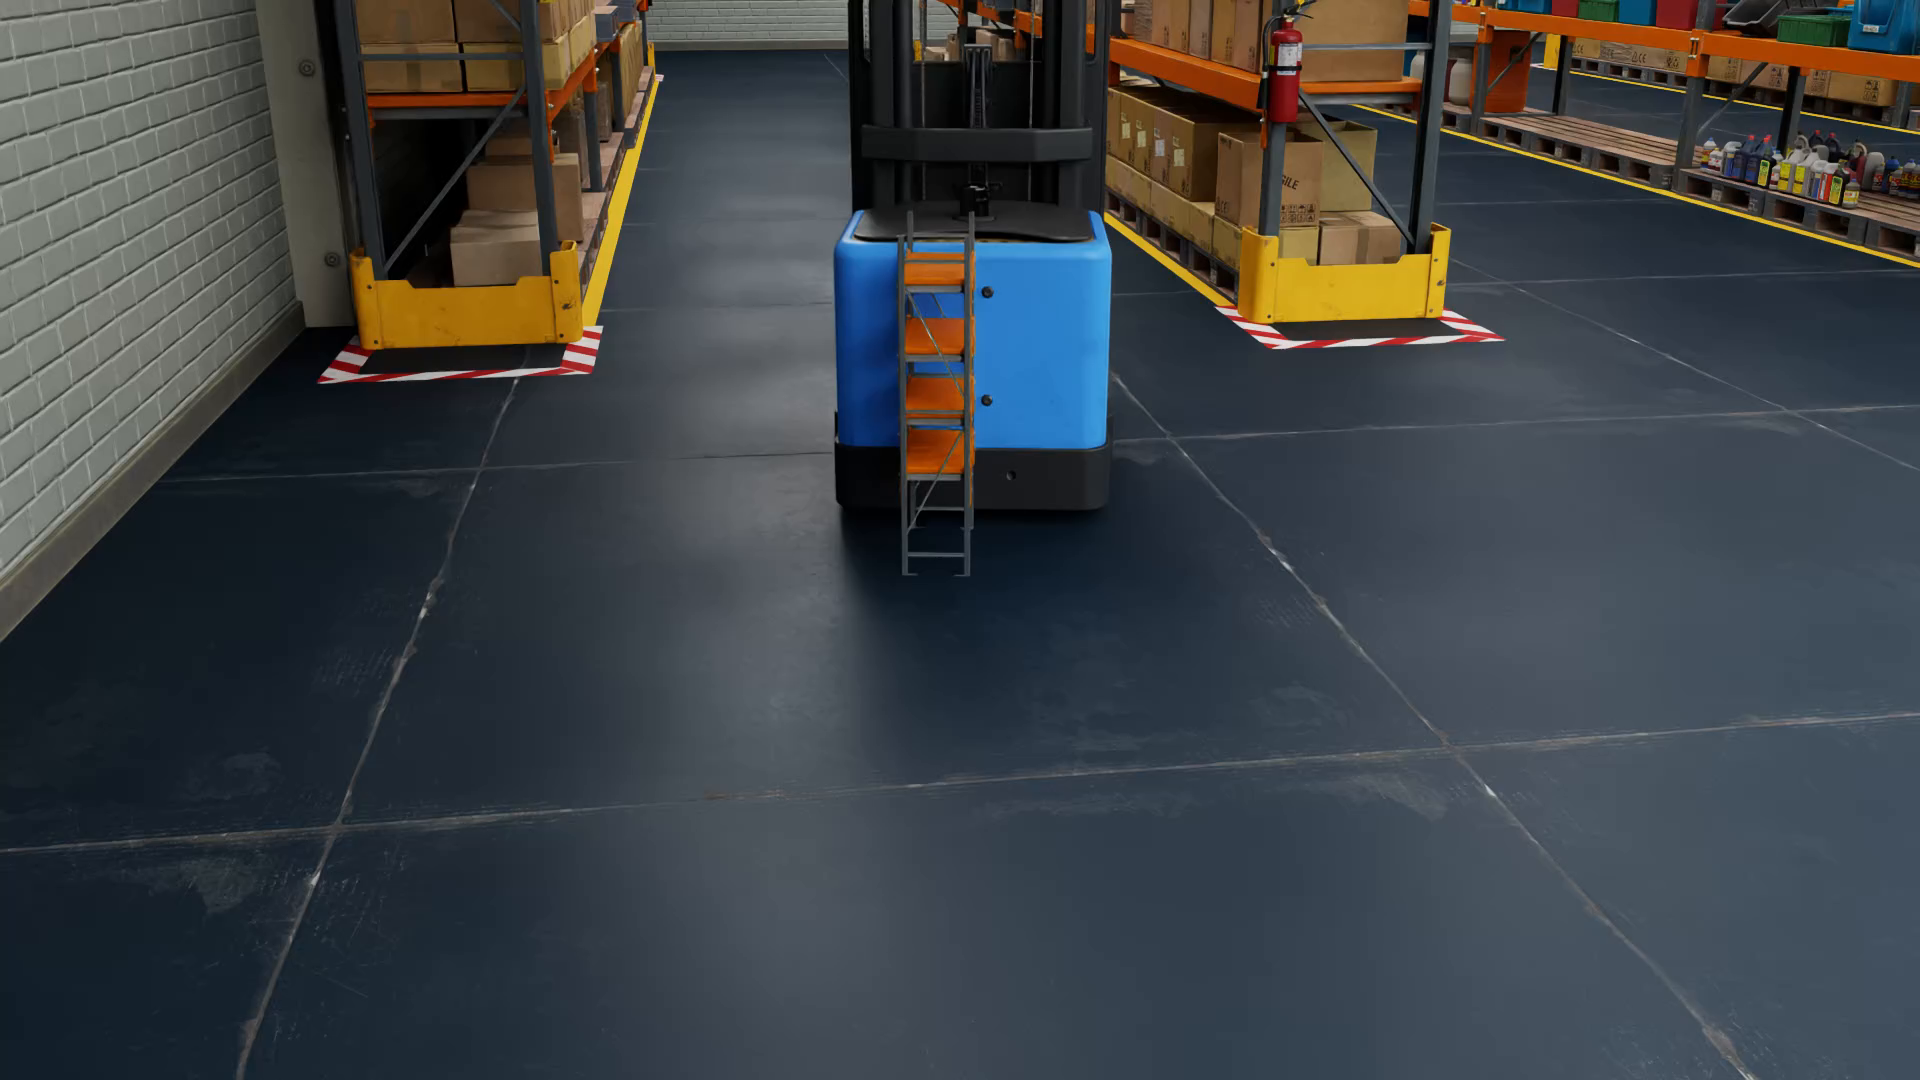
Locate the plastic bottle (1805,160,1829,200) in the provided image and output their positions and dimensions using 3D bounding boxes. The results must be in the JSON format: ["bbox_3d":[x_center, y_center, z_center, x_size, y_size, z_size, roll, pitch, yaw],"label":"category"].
[{"bbox_3d":[6.401,-2.671,12.345,0.152,0.276,0.135,-3,21,-9],"label":"plastic bottle"}]

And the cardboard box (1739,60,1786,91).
[{"bbox_3d":[10.542,-6.067,20.608,1.225,0.875,0.875,-4,21,-10],"label":"cardboard box"}]

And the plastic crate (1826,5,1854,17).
[{"bbox_3d":[6.980,-3.936,12.681,0.499,0.251,0.616,-3,21,-8],"label":"plastic crate"}]

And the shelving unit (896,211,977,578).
[{"bbox_3d":[-0.077,-0.519,5.891,0.258,1.200,0.503,1,20,2],"label":"shelving unit"}]

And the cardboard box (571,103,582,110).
[{"bbox_3d":[-3.498,-3.341,13.819,0.700,0.500,0.500,-3,21,-9],"label":"cardboard box"}]

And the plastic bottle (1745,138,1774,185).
[{"bbox_3d":[6.285,-2.975,13.051,0.144,0.351,0.185,-4,21,-10],"label":"plastic bottle"}]

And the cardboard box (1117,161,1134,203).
[{"bbox_3d":[1.484,-2.686,12.451,0.500,0.250,0.500,-3,21,-8],"label":"cardboard box"}]

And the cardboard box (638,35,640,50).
[{"bbox_3d":[-4.636,-6.472,22.229,0.700,0.500,0.500,-4,21,-10],"label":"cardboard box"}]

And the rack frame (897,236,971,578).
[{"bbox_3d":[-0.085,-0.434,5.662,0.240,1.200,0.015,1,20,2],"label":"rack frame"}]

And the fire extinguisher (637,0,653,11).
[{"bbox_3d":[-4.547,-7.895,23.711,0.296,0.674,0.183,-3,21,-8],"label":"fire extinguisher"}]

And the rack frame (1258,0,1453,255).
[{"bbox_3d":[2.226,-2.742,9.271,1.000,3.000,0.127,-3,21,-8],"label":"rack frame"}]

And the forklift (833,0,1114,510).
[{"bbox_3d":[0.086,-1.952,7.252,1.130,2.935,3.031,1,20,2],"label":"forklift"}]

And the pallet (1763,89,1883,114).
[{"bbox_3d":[10.665,-5.402,20.378,1.003,0.211,1.213,-3,21,-8],"label":"pallet"}]

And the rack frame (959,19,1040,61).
[{"bbox_3d":[0.497,-6.897,20.395,1.000,3.000,0.127,-3,21,-8],"label":"rack frame"}]

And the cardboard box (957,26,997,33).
[{"bbox_3d":[0.242,-7.141,23.992,0.500,0.500,0.500,-3,21,-8],"label":"cardboard box"}]

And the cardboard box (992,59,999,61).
[{"bbox_3d":[0.632,-5.038,18.362,0.500,0.500,0.500,-4,21,-10],"label":"cardboard box"}]

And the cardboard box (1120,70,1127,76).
[{"bbox_3d":[1.392,-4.514,16.544,0.500,0.311,0.500,-2,21,-6],"label":"cardboard box"}]

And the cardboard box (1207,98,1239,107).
[{"bbox_3d":[2.069,-2.891,11.927,0.500,0.500,0.500,-3,21,-8],"label":"cardboard box"}]

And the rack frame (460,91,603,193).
[{"bbox_3d":[-3.252,-3.876,12.306,1.000,3.000,0.127,-3,21,-8],"label":"rack frame"}]

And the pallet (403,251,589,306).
[{"bbox_3d":[-2.768,-1.494,9.914,1.003,0.211,1.213,-3,21,-8],"label":"pallet"}]

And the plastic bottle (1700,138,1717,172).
[{"bbox_3d":[6.164,-3.171,13.690,0.097,0.271,0.097,0,20,0],"label":"plastic bottle"}]

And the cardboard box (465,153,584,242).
[{"bbox_3d":[-2.824,-2.224,10.827,0.700,0.500,0.500,-4,21,-11],"label":"cardboard box"}]

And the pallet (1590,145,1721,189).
[{"bbox_3d":[6.400,-3.339,14.855,1.003,0.211,1.213,-3,21,-8],"label":"pallet"}]

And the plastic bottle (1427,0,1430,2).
[{"bbox_3d":[5.330,-6.220,18.749,0.061,0.283,0.133,-3,21,-8],"label":"plastic bottle"}]

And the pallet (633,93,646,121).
[{"bbox_3d":[-4.219,-5.076,19.505,1.003,0.211,1.213,-3,21,-8],"label":"pallet"}]

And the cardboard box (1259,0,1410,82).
[{"bbox_3d":[2.172,-2.951,9.688,0.700,0.500,0.500,-3,21,-8],"label":"cardboard box"}]

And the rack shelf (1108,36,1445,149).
[{"bbox_3d":[1.938,-3.098,11.251,1.077,0.370,4.000,-3,21,-8],"label":"rack shelf"}]

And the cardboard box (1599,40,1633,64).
[{"bbox_3d":[10.026,-7.449,24.309,0.875,0.875,0.875,-3,21,-8],"label":"cardboard box"}]

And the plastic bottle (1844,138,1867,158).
[{"bbox_3d":[7.004,-2.954,12.995,0.144,0.351,0.185,-3,21,-8],"label":"plastic bottle"}]

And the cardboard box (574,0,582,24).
[{"bbox_3d":[-2.662,-3.491,10.389,0.500,0.500,0.500,-2,21,-6],"label":"cardboard box"}]

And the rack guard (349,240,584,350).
[{"bbox_3d":[-2.686,-1.346,9.106,1.175,0.500,0.348,-3,21,-8],"label":"rack guard"}]

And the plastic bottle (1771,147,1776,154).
[{"bbox_3d":[6.398,-2.959,13.122,0.097,0.271,0.097,0,20,0],"label":"plastic bottle"}]

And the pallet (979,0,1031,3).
[{"bbox_3d":[0.788,-6.095,18.522,1.003,0.211,1.213,-3,21,-8],"label":"pallet"}]

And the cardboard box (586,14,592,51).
[{"bbox_3d":[-2.820,-3.493,11.468,0.500,0.250,0.500,-3,21,-8],"label":"cardboard box"}]

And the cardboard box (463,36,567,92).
[{"bbox_3d":[-2.431,-2.615,9.116,0.500,0.250,0.500,-4,21,-9],"label":"cardboard box"}]

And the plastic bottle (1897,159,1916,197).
[{"bbox_3d":[7.112,-2.715,12.470,0.097,0.271,0.097,0,20,0],"label":"plastic bottle"}]

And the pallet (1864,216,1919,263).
[{"bbox_3d":[6.959,-1.990,11.242,1.003,0.211,1.213,-3,21,-8],"label":"pallet"}]

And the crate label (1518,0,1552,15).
[{"bbox_3d":[5.851,-5.419,16.388,0.502,0.435,0.616,-3,21,-8],"label":"crate label"}]

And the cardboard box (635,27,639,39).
[{"bbox_3d":[-4.355,-6.548,21.506,0.380,0.149,0.250,-4,21,-9],"label":"cardboard box"}]

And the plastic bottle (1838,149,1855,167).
[{"bbox_3d":[6.906,-2.908,12.969,0.061,0.283,0.133,-3,21,-8],"label":"plastic bottle"}]

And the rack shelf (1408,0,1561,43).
[{"bbox_3d":[5.687,-6.116,19.332,1.077,0.370,4.000,-3,21,-8],"label":"rack shelf"}]

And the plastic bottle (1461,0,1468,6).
[{"bbox_3d":[5.462,-5.904,17.904,0.061,0.283,0.133,-3,21,-8],"label":"plastic bottle"}]

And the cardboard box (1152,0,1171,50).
[{"bbox_3d":[1.802,-3.838,12.063,0.700,0.500,0.500,-3,21,-8],"label":"cardboard box"}]

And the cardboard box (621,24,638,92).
[{"bbox_3d":[-4.183,-5.617,19.440,0.750,0.750,0.750,-3,21,-7],"label":"cardboard box"}]

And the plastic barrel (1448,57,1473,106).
[{"bbox_3d":[5.718,-5.151,18.677,0.421,0.512,0.421,0,20,0],"label":"plastic barrel"}]

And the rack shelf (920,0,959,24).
[{"bbox_3d":[0.208,-7.252,22.375,1.077,0.370,4.000,-3,21,-8],"label":"rack shelf"}]

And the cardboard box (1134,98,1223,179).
[{"bbox_3d":[1.551,-2.864,11.856,0.500,0.500,0.500,-3,21,-8],"label":"cardboard box"}]

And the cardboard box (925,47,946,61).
[{"bbox_3d":[-0.210,-6.824,23.501,0.500,0.250,0.500,-3,21,-8],"label":"cardboard box"}]

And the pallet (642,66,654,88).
[{"bbox_3d":[-4.789,-6.451,23.188,1.003,0.211,1.213,-3,21,-8],"label":"pallet"}]

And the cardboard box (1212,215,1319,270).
[{"bbox_3d":[1.857,-1.821,10.135,0.500,0.250,0.500,-3,21,-8],"label":"cardboard box"}]
